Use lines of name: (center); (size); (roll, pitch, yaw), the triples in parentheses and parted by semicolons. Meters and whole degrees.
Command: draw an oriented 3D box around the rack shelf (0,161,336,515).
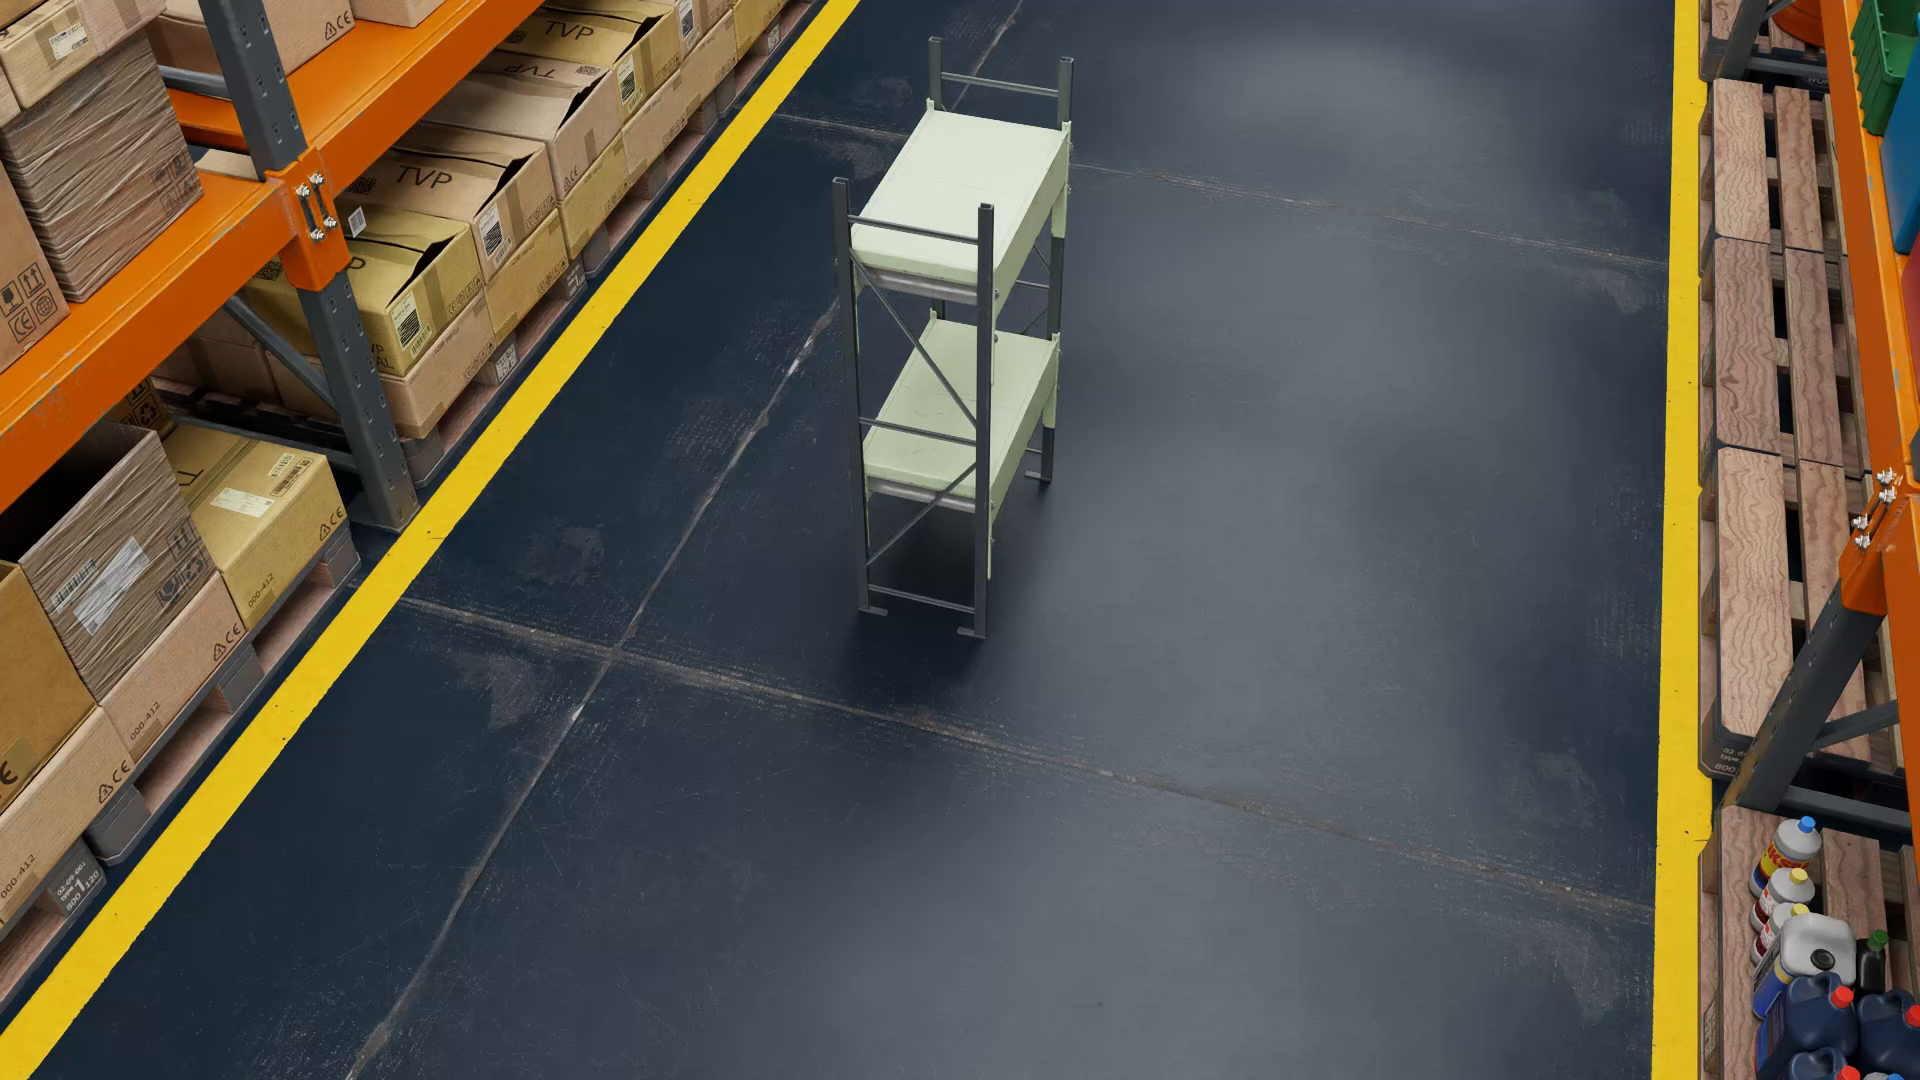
rack shelf: (-2.833, 0.355, 3.257); (1.077, 0.370, 4.000); (13, 46, 13)

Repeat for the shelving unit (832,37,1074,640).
shelving unit: (-0.002, -0.532, 4.721); (0.431, 1.500, 0.755); (13, 46, 12)

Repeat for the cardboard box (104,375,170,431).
cardboard box: (-2.666, -0.428, 4.672); (0.500, 0.500, 0.500); (13, 46, 13)

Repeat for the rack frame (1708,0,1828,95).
rack frame: (3.704, -2.850, 6.018); (1.000, 3.000, 0.127); (13, 46, 13)

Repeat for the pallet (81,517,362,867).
pallet: (-2.508, 0.282, 4.811); (1.003, 0.211, 1.213); (13, 46, 13)

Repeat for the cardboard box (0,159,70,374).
cardboard box: (-2.509, -0.621, 3.669); (0.700, 0.500, 0.500); (12, 46, 12)

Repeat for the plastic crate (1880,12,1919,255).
plastic crate: (2.530, -0.979, 4.118); (0.392, 0.384, 0.575); (13, 46, 13)

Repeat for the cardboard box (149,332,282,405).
cardboard box: (-2.378, -0.741, 5.528); (0.500, 0.250, 0.500); (12, 46, 12)

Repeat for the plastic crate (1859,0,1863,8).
plastic crate: (2.923, -1.861, 4.961); (0.402, 0.464, 0.583); (13, 46, 13)

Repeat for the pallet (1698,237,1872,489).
pallet: (3.061, -0.535, 5.646); (1.003, 0.211, 1.213); (13, 46, 13)

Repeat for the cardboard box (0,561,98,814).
cardboard box: (-2.469, 0.349, 3.878); (0.500, 0.500, 0.500); (13, 46, 13)

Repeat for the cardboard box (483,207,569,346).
cardboard box: (-1.713, -0.960, 5.752); (0.500, 0.250, 0.500); (14, 46, 14)

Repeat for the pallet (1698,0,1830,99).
pallet: (3.903, -2.388, 7.539); (1.003, 0.211, 1.213); (13, 46, 13)

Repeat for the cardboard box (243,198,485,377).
cardboard box: (-1.864, -0.826, 5.214); (0.500, 0.311, 0.500); (13, 46, 13)

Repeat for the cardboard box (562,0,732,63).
cardboard box: (-1.246, -2.185, 6.603); (0.500, 0.311, 0.500); (12, 46, 12)

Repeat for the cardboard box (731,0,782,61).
cardboard box: (-1.095, -2.323, 7.144); (0.500, 0.250, 0.500); (12, 46, 12)

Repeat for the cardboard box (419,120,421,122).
cardboard box: (-2.073, -1.614, 6.020); (0.500, 0.311, 0.500); (12, 46, 12)

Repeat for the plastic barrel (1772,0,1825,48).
plastic barrel: (3.836, -2.554, 6.967); (0.600, 0.830, 0.708); (13, 46, 13)

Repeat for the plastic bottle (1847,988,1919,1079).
plastic bottle: (1.990, 1.086, 3.575); (0.144, 0.351, 0.185); (13, 46, 13)

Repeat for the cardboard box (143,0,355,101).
cardboard box: (-2.120, -1.519, 4.765); (0.500, 0.250, 0.500); (15, 46, 15)

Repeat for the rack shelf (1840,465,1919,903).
rack shelf: (1.887, 1.406, 2.183); (1.077, 0.370, 4.000); (13, 46, 13)

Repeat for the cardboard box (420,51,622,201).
cardboard box: (-1.552, -1.504, 5.907); (0.500, 0.311, 0.500); (11, 45, 11)

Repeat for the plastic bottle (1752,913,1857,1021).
plastic bottle: (1.907, 0.973, 3.744); (0.152, 0.276, 0.135); (14, 46, 14)

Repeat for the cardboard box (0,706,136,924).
cardboard box: (-2.457, 0.620, 4.137); (0.500, 0.250, 0.500); (13, 46, 13)

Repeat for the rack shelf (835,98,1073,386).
rack shelf: (-0.002, -0.811, 4.448); (0.431, 0.370, 0.720); (13, 46, 12)

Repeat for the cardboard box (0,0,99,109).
cardboard box: (-2.182, -1.112, 3.707); (0.380, 0.149, 0.250); (12, 46, 12)

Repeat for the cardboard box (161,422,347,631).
cardboard box: (-2.159, -0.048, 4.820); (0.500, 0.250, 0.500); (13, 46, 13)

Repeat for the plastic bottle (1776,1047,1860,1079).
plastic bottle: (1.796, 1.182, 3.477); (0.144, 0.351, 0.185); (11, 45, 11)

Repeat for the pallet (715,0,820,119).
pallet: (-1.302, -2.365, 7.516); (1.003, 0.211, 1.213); (13, 46, 13)

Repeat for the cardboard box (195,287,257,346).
cardboard box: (-2.378, -0.934, 5.325); (0.500, 0.311, 0.500); (13, 46, 13)

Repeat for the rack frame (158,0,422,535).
rack frame: (-2.227, -1.236, 4.368); (1.000, 3.000, 0.127); (13, 46, 13)

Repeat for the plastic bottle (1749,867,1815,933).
plastic bottle: (1.948, 0.846, 3.927); (0.097, 0.201, 0.097); (0, 44, 0)

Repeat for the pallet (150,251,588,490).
pallet: (-2.041, -0.738, 5.854); (1.003, 0.211, 1.213); (13, 46, 13)

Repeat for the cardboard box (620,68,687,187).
cardboard box: (-1.403, -1.644, 6.452); (0.500, 0.250, 0.500); (13, 46, 13)

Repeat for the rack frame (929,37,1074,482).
rack frame: (0.109, -0.776, 4.970); (0.400, 1.500, 0.023); (13, 46, 12)
